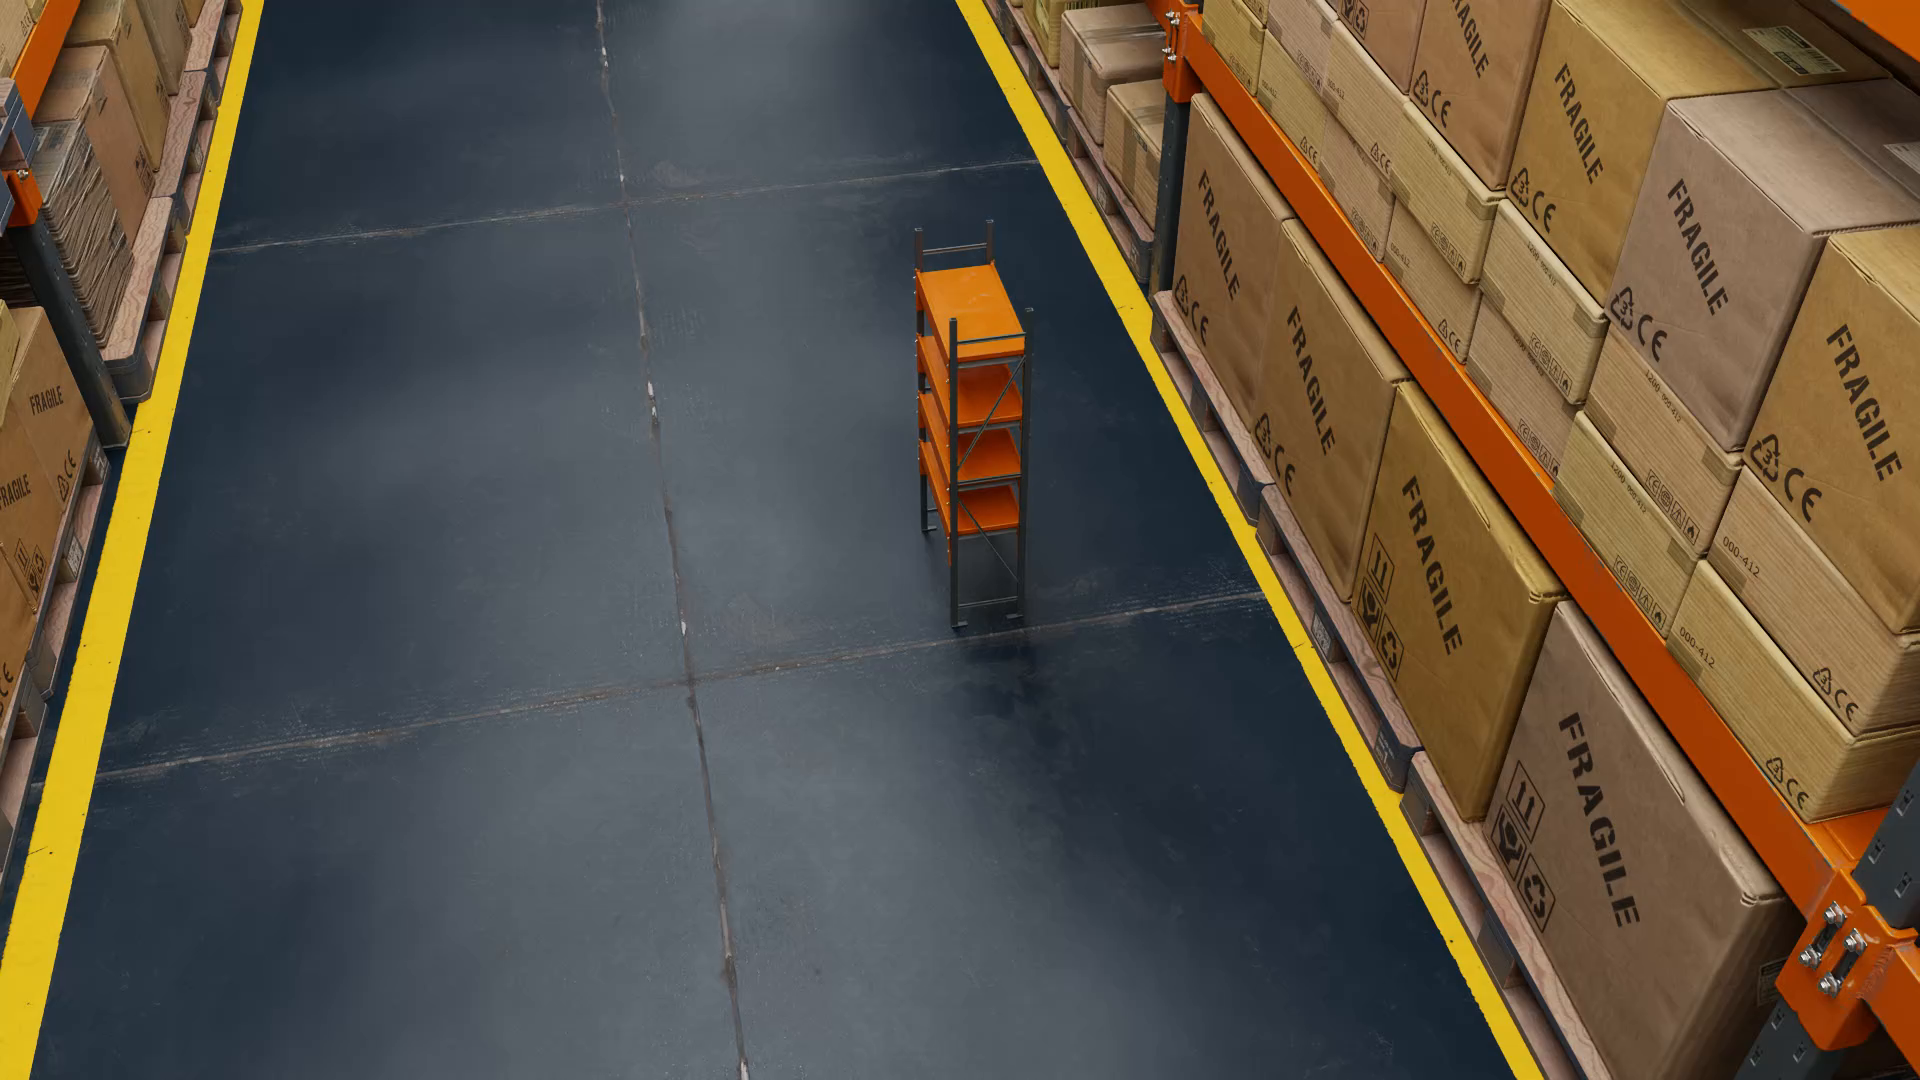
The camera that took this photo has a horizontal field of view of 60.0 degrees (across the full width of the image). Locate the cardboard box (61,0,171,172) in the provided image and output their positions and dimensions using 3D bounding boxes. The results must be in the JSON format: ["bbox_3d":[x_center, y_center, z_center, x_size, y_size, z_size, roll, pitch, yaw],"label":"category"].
[{"bbox_3d":[-3.986,-1.961,7.172,0.875,0.625,0.625,-10,43,-11],"label":"cardboard box"}]

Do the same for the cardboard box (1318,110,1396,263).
[{"bbox_3d":[1.371,-1.060,4.798,0.500,0.250,0.500,-7,42,-8],"label":"cardboard box"}]

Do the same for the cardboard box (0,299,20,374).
[{"bbox_3d":[-3.216,-0.608,5.254,0.380,0.149,0.250,-10,43,-11],"label":"cardboard box"}]

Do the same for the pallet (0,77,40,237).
[{"bbox_3d":[-3.356,-0.926,4.678,1.213,0.211,1.003,-8,42,-9],"label":"pallet"}]

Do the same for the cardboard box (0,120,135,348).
[{"bbox_3d":[-3.692,-1.103,6.205,0.875,0.625,0.625,-7,42,-8],"label":"cardboard box"}]

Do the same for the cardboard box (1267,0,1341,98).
[{"bbox_3d":[1.254,-1.573,4.999,0.500,0.250,0.500,-7,42,-8],"label":"cardboard box"}]

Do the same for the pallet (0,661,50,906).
[{"bbox_3d":[-3.186,0.894,4.584,1.003,0.211,1.213,-8,42,-9],"label":"pallet"}]

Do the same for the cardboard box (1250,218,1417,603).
[{"bbox_3d":[1.532,-0.465,5.299,0.875,0.875,0.875,-8,42,-9],"label":"cardboard box"}]

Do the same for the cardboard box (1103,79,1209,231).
[{"bbox_3d":[1.163,-1.683,7.050,0.950,0.372,0.625,-11,43,-12],"label":"cardboard box"}]

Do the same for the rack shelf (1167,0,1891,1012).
[{"bbox_3d":[1.707,-0.576,4.681,1.077,0.370,4.000,-8,42,-9],"label":"rack shelf"}]

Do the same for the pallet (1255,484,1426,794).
[{"bbox_3d":[1.632,0.213,5.351,1.003,0.211,1.213,-8,42,-9],"label":"pallet"}]

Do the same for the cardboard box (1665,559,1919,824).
[{"bbox_3d":[1.796,0.253,3.318,0.500,0.250,0.500,-9,42,-10],"label":"cardboard box"}]

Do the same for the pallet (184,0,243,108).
[{"bbox_3d":[-4.237,-2.505,8.413,1.003,0.211,1.213,-8,42,-9],"label":"pallet"}]

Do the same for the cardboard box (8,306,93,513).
[{"bbox_3d":[-3.269,-0.406,5.515,0.500,0.500,0.500,-7,42,-8],"label":"cardboard box"}]

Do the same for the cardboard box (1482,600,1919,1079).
[{"bbox_3d":[1.927,0.699,3.987,0.875,0.875,0.875,-7,42,-8],"label":"cardboard box"}]

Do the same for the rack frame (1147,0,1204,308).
[{"bbox_3d":[1.275,-2.141,5.902,1.000,3.000,0.127,-8,42,-9],"label":"rack frame"}]

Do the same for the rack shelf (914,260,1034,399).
[{"bbox_3d":[0.036,-0.635,4.970,0.258,0.148,0.480,-8,42,-9],"label":"rack shelf"}]

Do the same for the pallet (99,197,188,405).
[{"bbox_3d":[-3.710,-0.924,6.632,1.003,0.211,1.213,-8,42,-9],"label":"pallet"}]

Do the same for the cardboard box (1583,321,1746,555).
[{"bbox_3d":[1.691,-0.253,3.512,0.500,0.250,0.500,-7,42,-8],"label":"cardboard box"}]

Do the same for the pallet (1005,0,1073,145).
[{"bbox_3d":[0.848,-2.394,8.288,1.003,0.211,1.213,-8,42,-9],"label":"pallet"}]

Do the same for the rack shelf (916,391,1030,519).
[{"bbox_3d":[0.036,-0.291,5.275,0.258,0.148,0.480,-8,42,-9],"label":"rack shelf"}]

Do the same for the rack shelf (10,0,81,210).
[{"bbox_3d":[-4.002,-2.455,6.798,1.077,0.370,4.000,-8,42,-9],"label":"rack shelf"}]

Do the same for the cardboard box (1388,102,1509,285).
[{"bbox_3d":[1.446,-0.917,4.260,0.500,0.250,0.500,-8,42,-9],"label":"cardboard box"}]

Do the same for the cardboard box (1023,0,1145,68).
[{"bbox_3d":[0.838,-2.653,8.142,0.950,0.372,0.625,-7,42,-8],"label":"cardboard box"}]

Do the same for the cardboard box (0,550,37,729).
[{"bbox_3d":[-3.056,0.258,4.766,0.500,0.500,0.500,-7,42,-7],"label":"cardboard box"}]

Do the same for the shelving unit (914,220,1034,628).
[{"bbox_3d":[0.036,-0.341,5.231,0.258,1.200,0.503,-8,42,-9],"label":"shelving unit"}]

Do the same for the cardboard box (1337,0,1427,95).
[{"bbox_3d":[1.356,-1.540,4.397,0.500,0.500,0.500,-7,42,-8],"label":"cardboard box"}]

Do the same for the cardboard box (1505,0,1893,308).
[{"bbox_3d":[1.588,-0.879,3.652,0.500,0.500,0.500,-7,42,-8],"label":"cardboard box"}]

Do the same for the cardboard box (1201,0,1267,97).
[{"bbox_3d":[1.135,-1.732,5.554,0.500,0.250,0.500,-9,42,-10],"label":"cardboard box"}]

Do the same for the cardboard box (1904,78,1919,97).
[{"bbox_3d":[2.188,-0.612,3.351,0.500,0.500,0.500,-9,42,-10],"label":"cardboard box"}]

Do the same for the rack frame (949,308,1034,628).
[{"bbox_3d":[0.088,-0.183,5.053,0.240,1.200,0.015,-8,42,-9],"label":"rack frame"}]

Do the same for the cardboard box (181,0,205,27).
[{"bbox_3d":[-4.310,-2.953,8.289,0.875,0.625,0.625,-7,42,-7],"label":"cardboard box"}]

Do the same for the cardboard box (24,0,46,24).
[{"bbox_3d":[-3.531,-2.021,5.880,0.500,0.250,0.500,-9,42,-10],"label":"cardboard box"}]

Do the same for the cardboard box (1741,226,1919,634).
[{"bbox_3d":[1.797,-0.213,2.902,0.500,0.500,0.500,-7,42,-8],"label":"cardboard box"}]

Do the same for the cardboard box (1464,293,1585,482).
[{"bbox_3d":[1.597,-0.407,4.062,0.500,0.250,0.500,-9,42,-10],"label":"cardboard box"}]
